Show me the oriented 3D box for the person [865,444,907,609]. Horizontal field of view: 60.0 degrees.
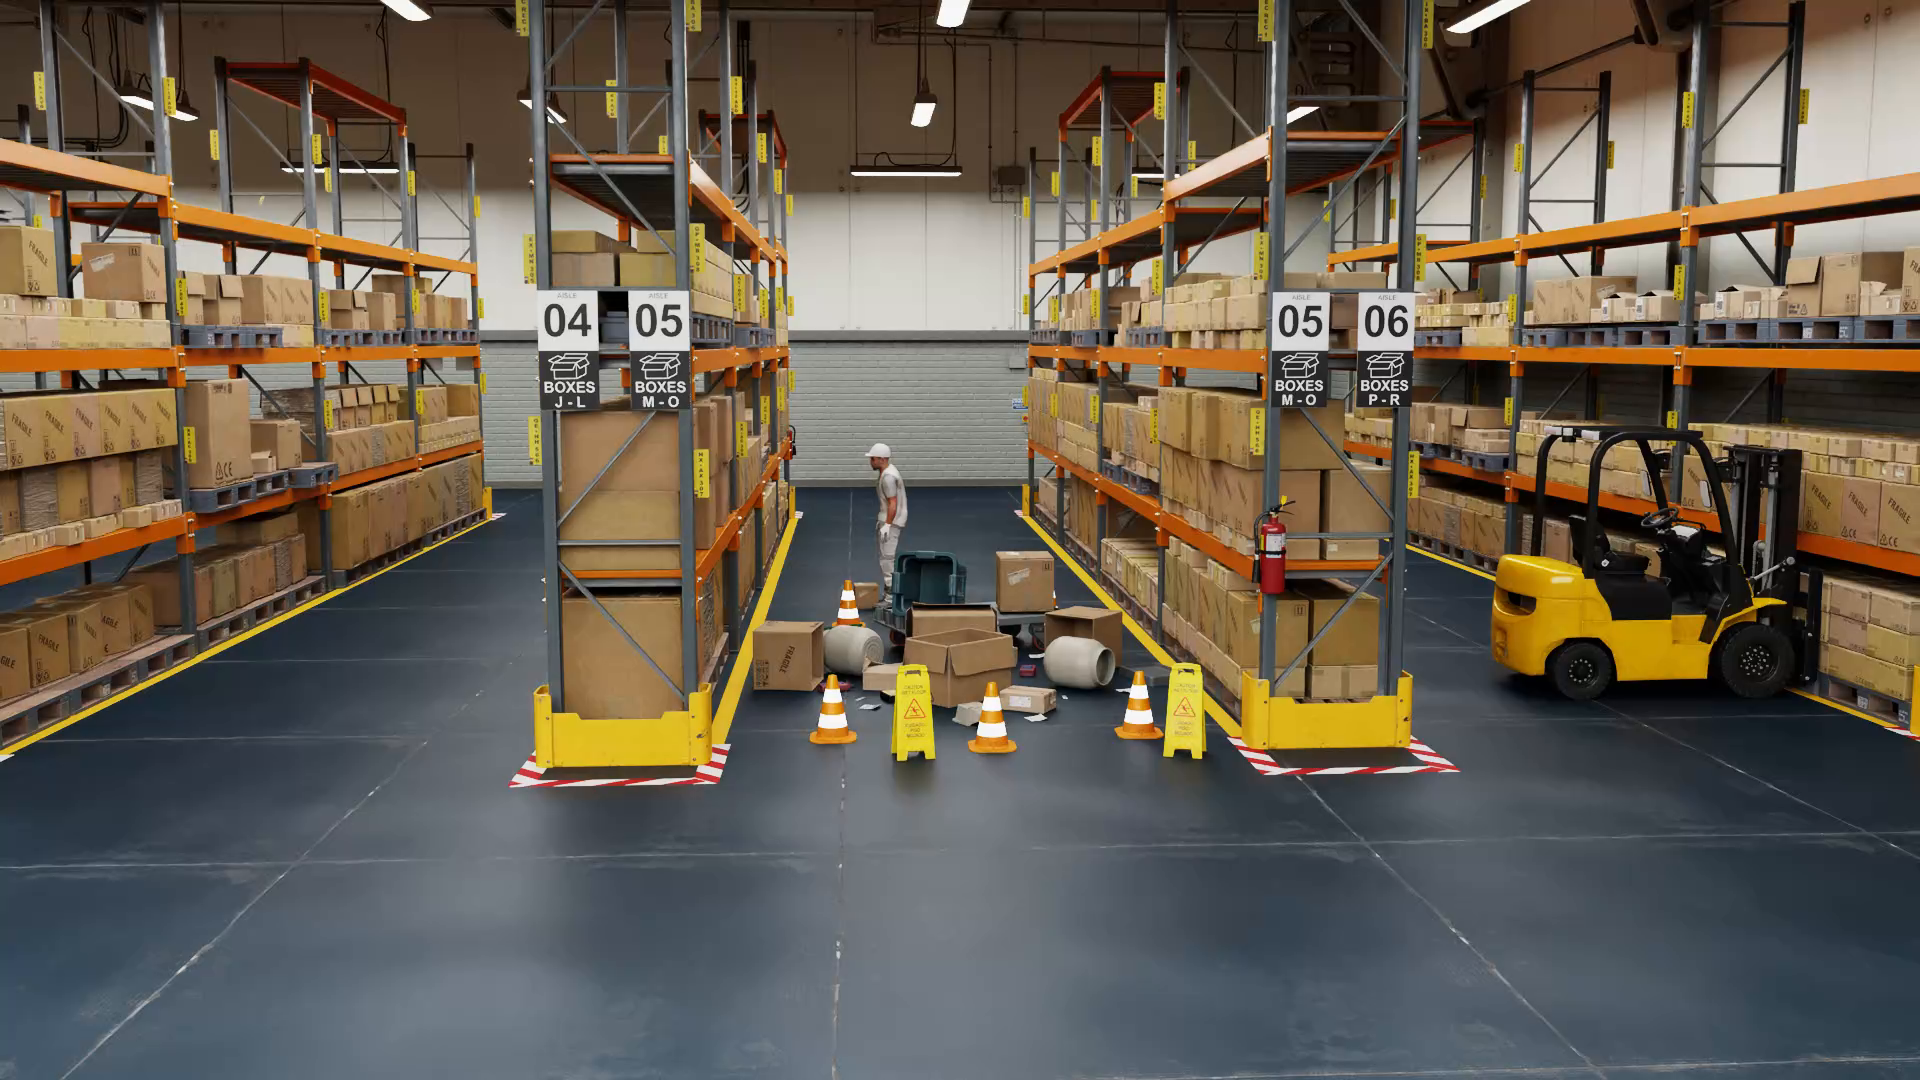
[{"bbox_3d":[-0.800,-0.155,17.979,0.454,1.779,0.620,-1,7,-5],"label":"person"}]
